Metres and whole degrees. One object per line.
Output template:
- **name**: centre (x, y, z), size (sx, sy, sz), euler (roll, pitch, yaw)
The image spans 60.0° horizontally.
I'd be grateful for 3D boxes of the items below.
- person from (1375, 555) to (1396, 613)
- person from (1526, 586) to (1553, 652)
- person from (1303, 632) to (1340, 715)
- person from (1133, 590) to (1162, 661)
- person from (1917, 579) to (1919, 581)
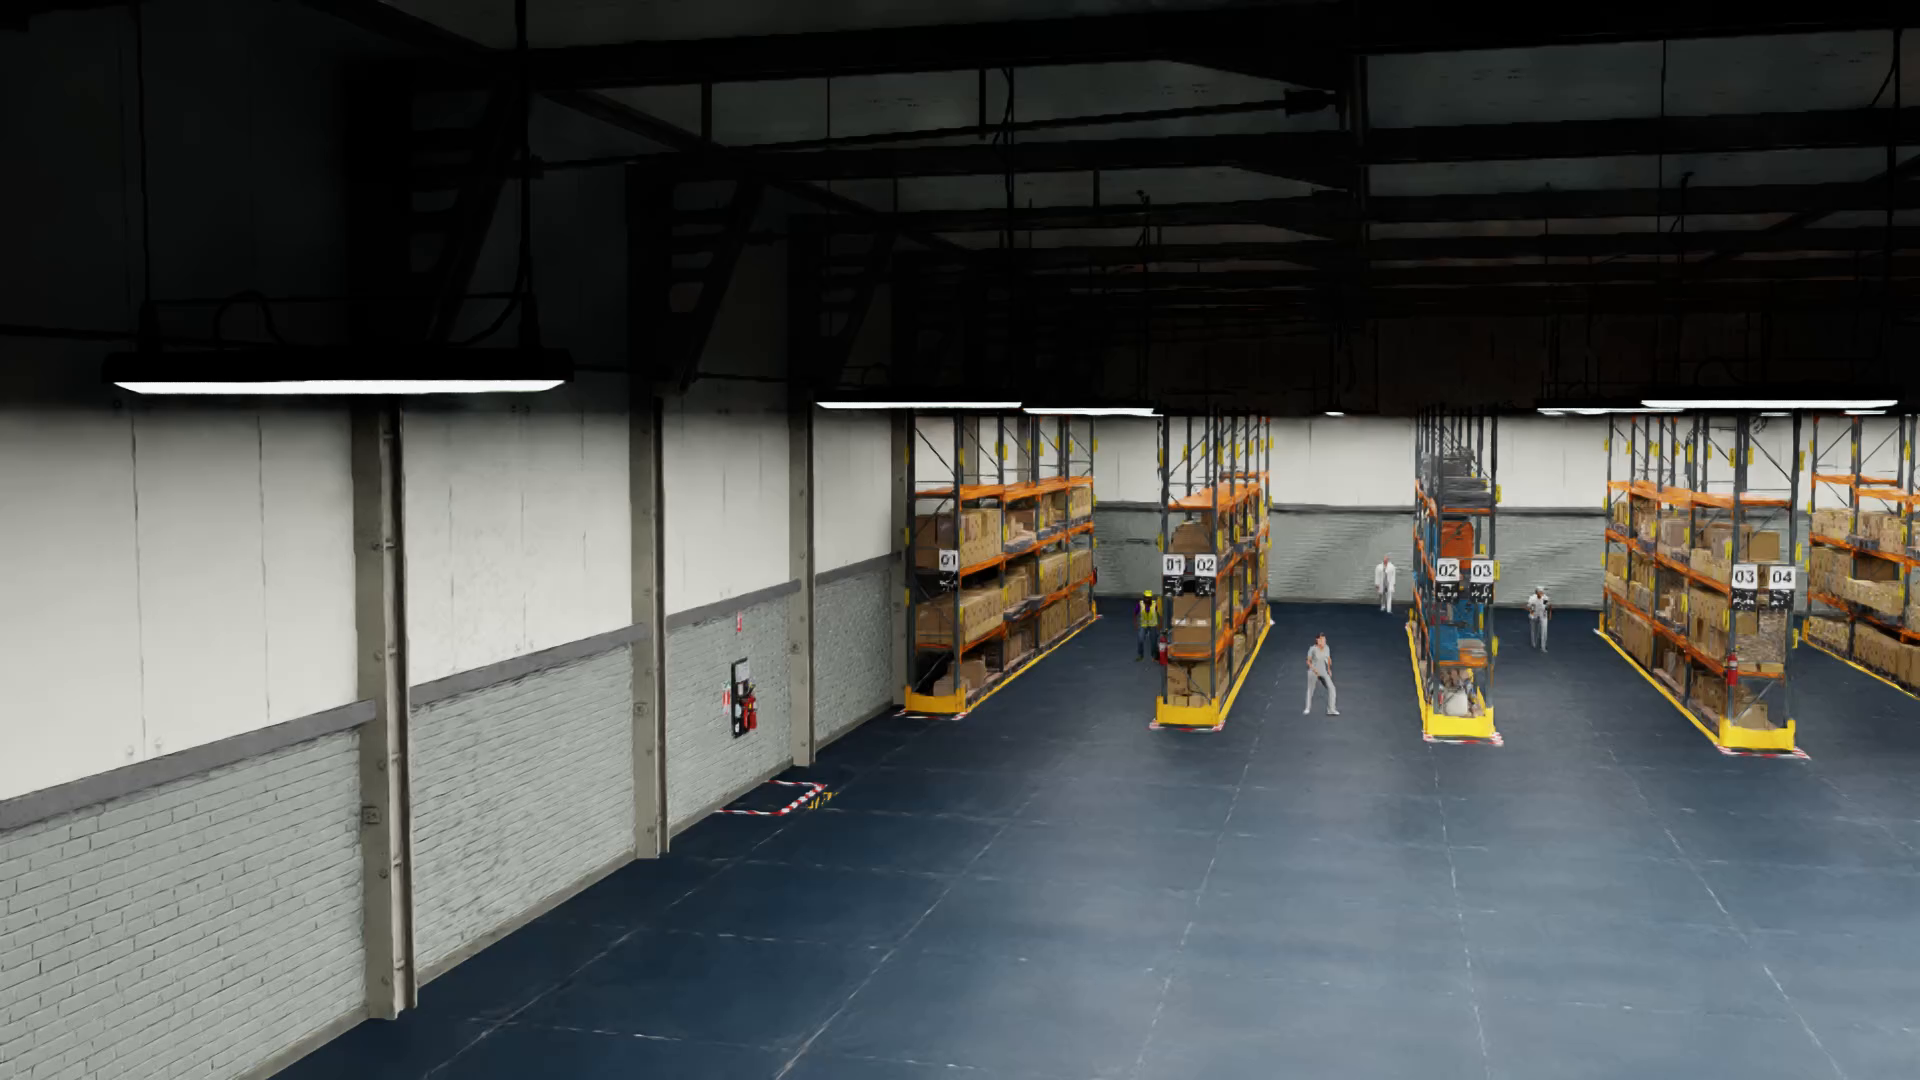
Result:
- **person**: centre (12.549, 1.284, 49.072), size (0.598, 1.698, 1.194), euler (1, 4, 17)
- **person**: centre (14.349, 1.928, 41.216), size (0.628, 1.599, 0.828), euler (1, 4, 19)
- **person**: centre (6.947, 2.576, 32.108), size (0.601, 1.615, 0.770), euler (0, 4, -7)
- **person**: centre (4.435, 2.018, 39.243), size (0.719, 1.714, 0.576), euler (1, 4, 13)
- **person**: centre (23.535, 1.852, 40.733), size (0.514, 1.785, 0.638), euler (-1, 4, -15)
